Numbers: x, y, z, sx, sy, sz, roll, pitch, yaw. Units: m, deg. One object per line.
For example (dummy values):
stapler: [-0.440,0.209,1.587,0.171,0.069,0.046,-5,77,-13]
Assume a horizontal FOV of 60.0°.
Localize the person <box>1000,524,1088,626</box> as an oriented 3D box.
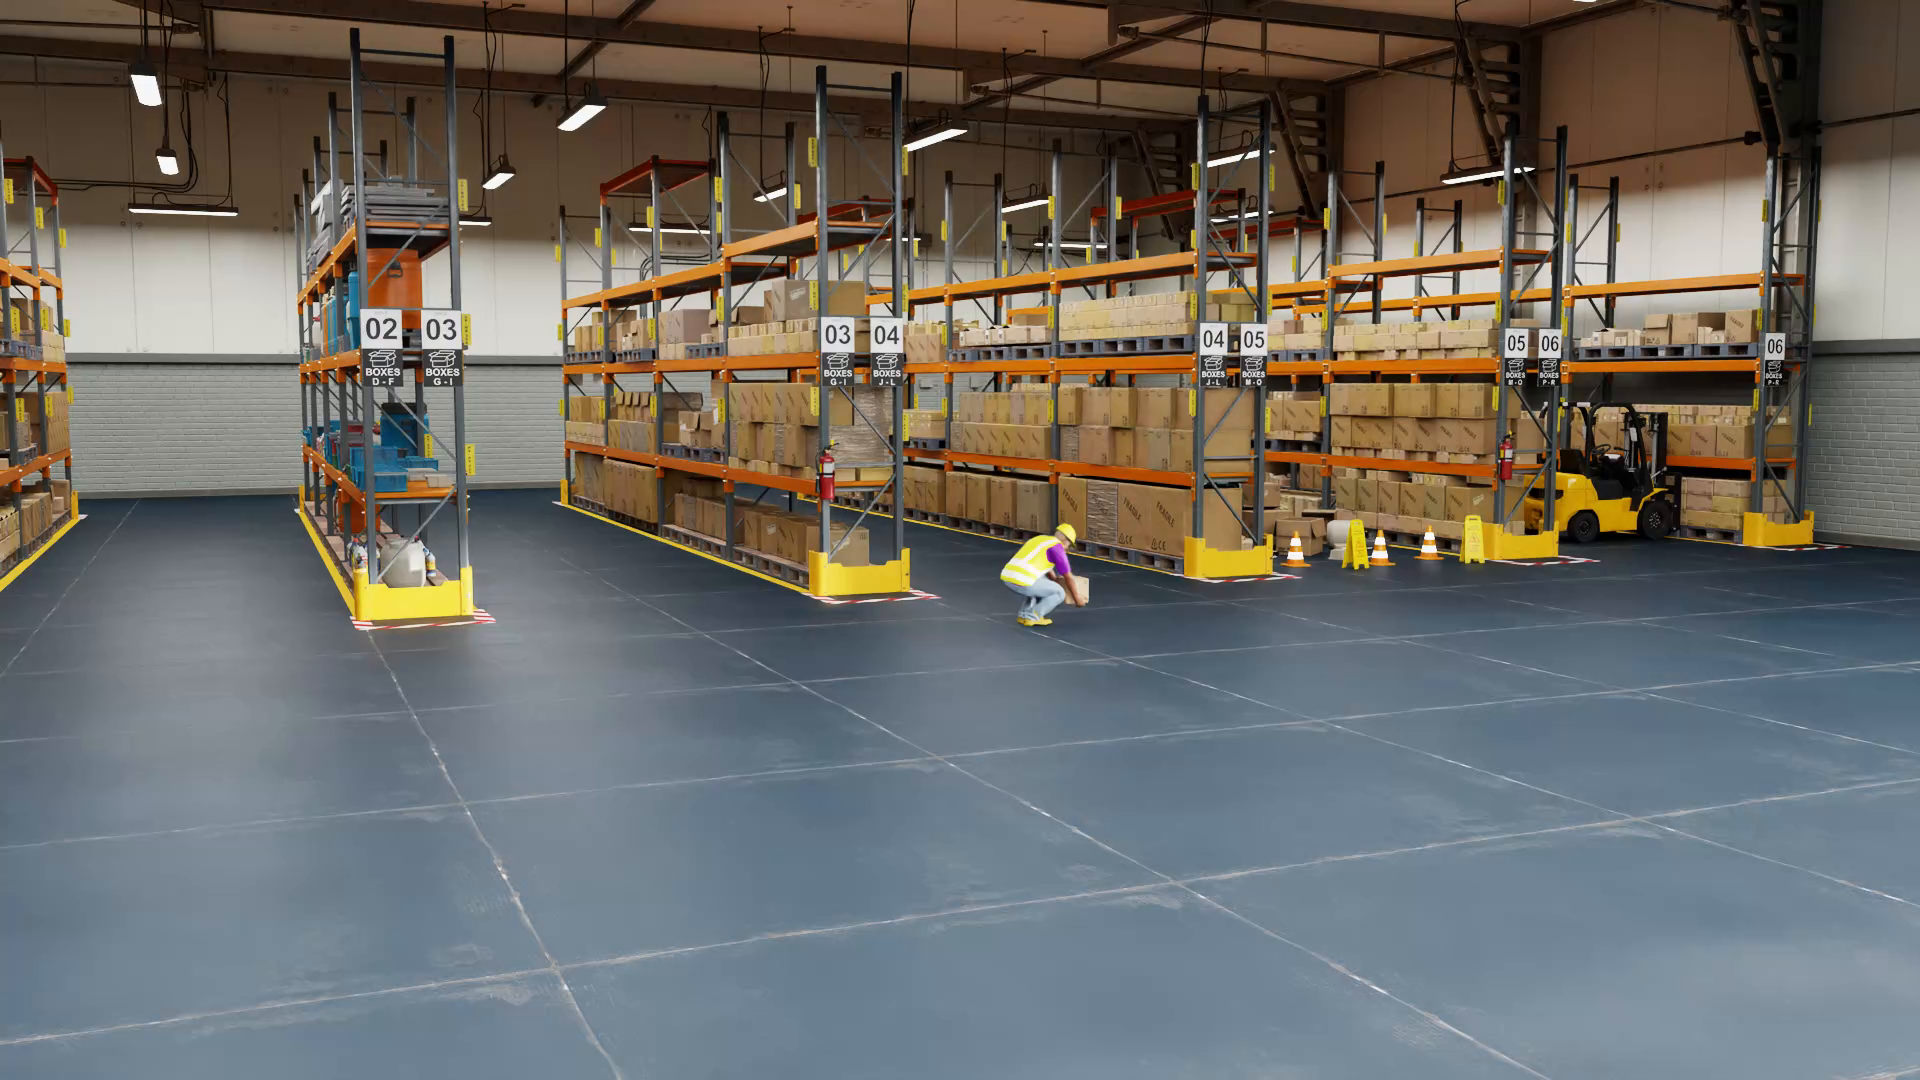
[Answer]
person: [0.842,0.349,17.013,0.897,1.012,0.546,-2,6,-25]
